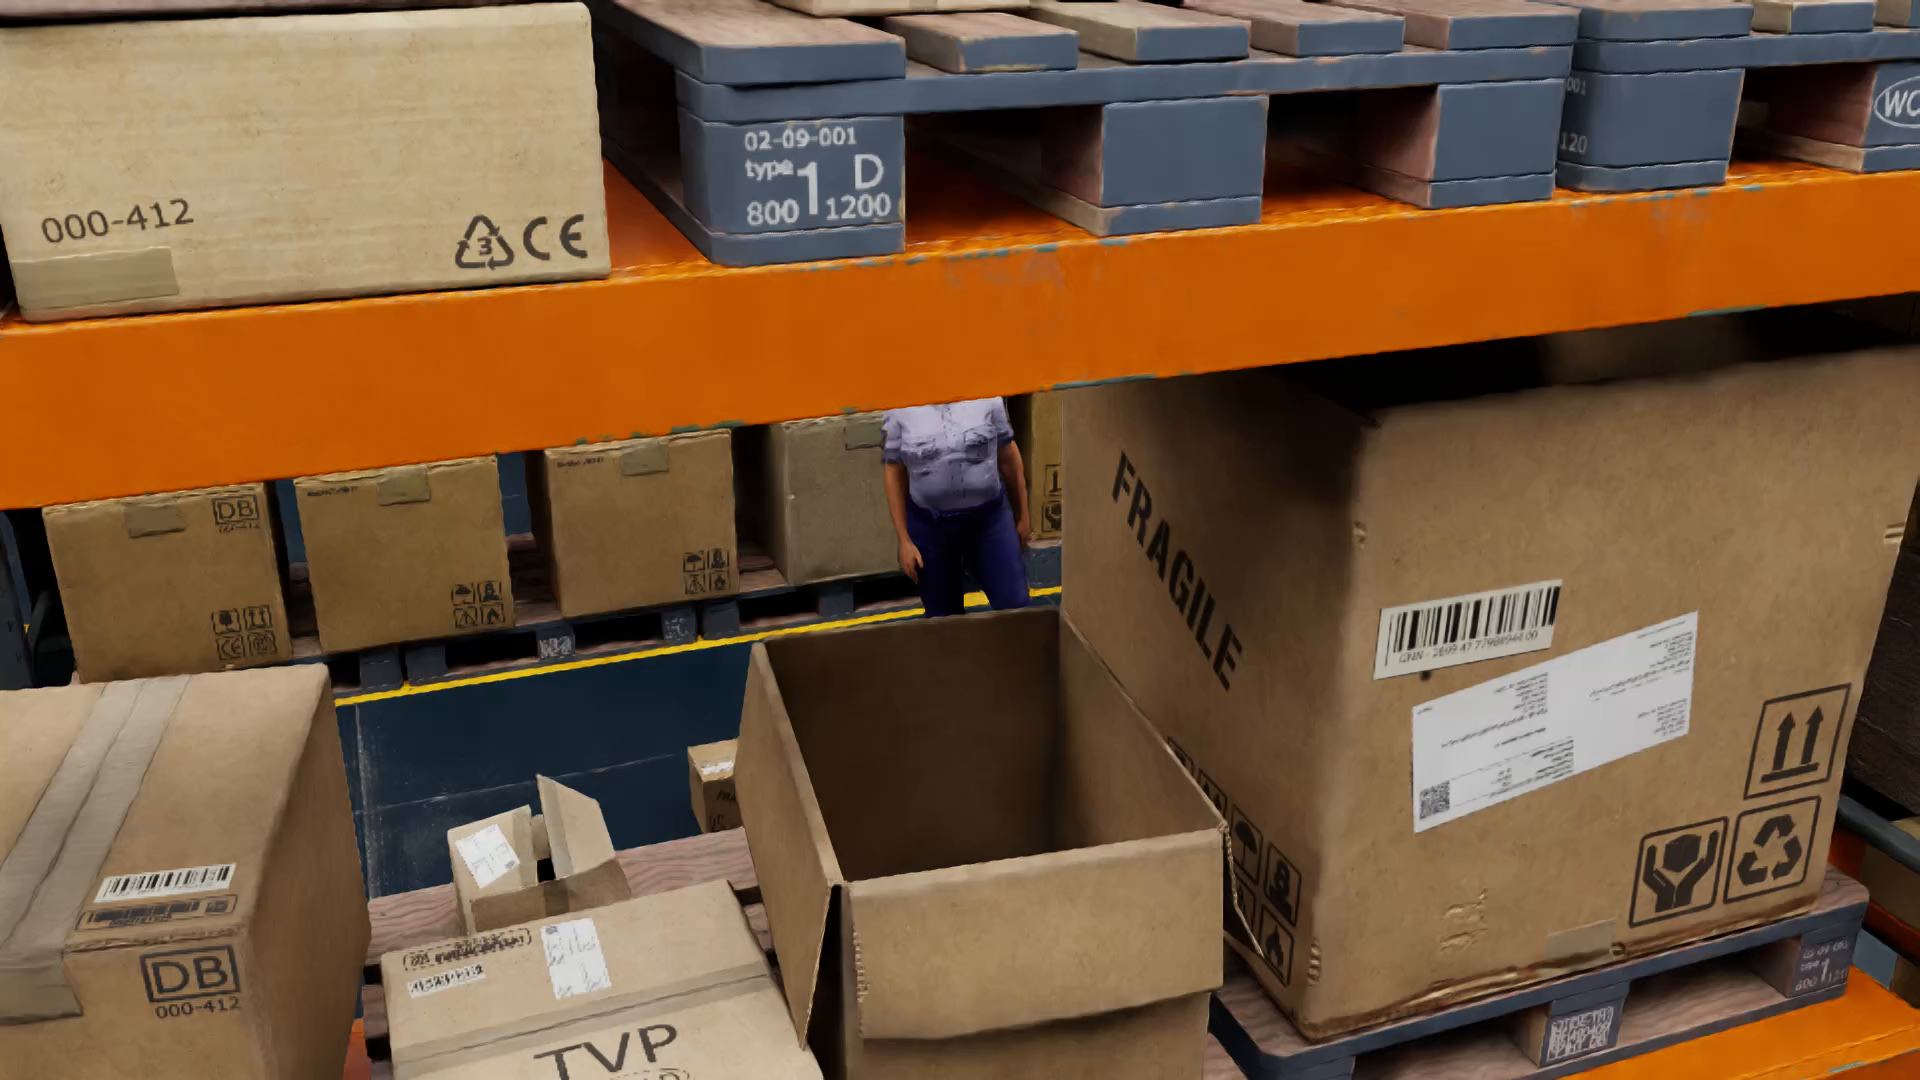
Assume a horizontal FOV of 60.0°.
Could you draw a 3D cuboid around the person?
[{"bbox_3d":[0.038,-0.013,6.120,0.629,1.647,0.408,-3,23,-8],"label":"person"}]
